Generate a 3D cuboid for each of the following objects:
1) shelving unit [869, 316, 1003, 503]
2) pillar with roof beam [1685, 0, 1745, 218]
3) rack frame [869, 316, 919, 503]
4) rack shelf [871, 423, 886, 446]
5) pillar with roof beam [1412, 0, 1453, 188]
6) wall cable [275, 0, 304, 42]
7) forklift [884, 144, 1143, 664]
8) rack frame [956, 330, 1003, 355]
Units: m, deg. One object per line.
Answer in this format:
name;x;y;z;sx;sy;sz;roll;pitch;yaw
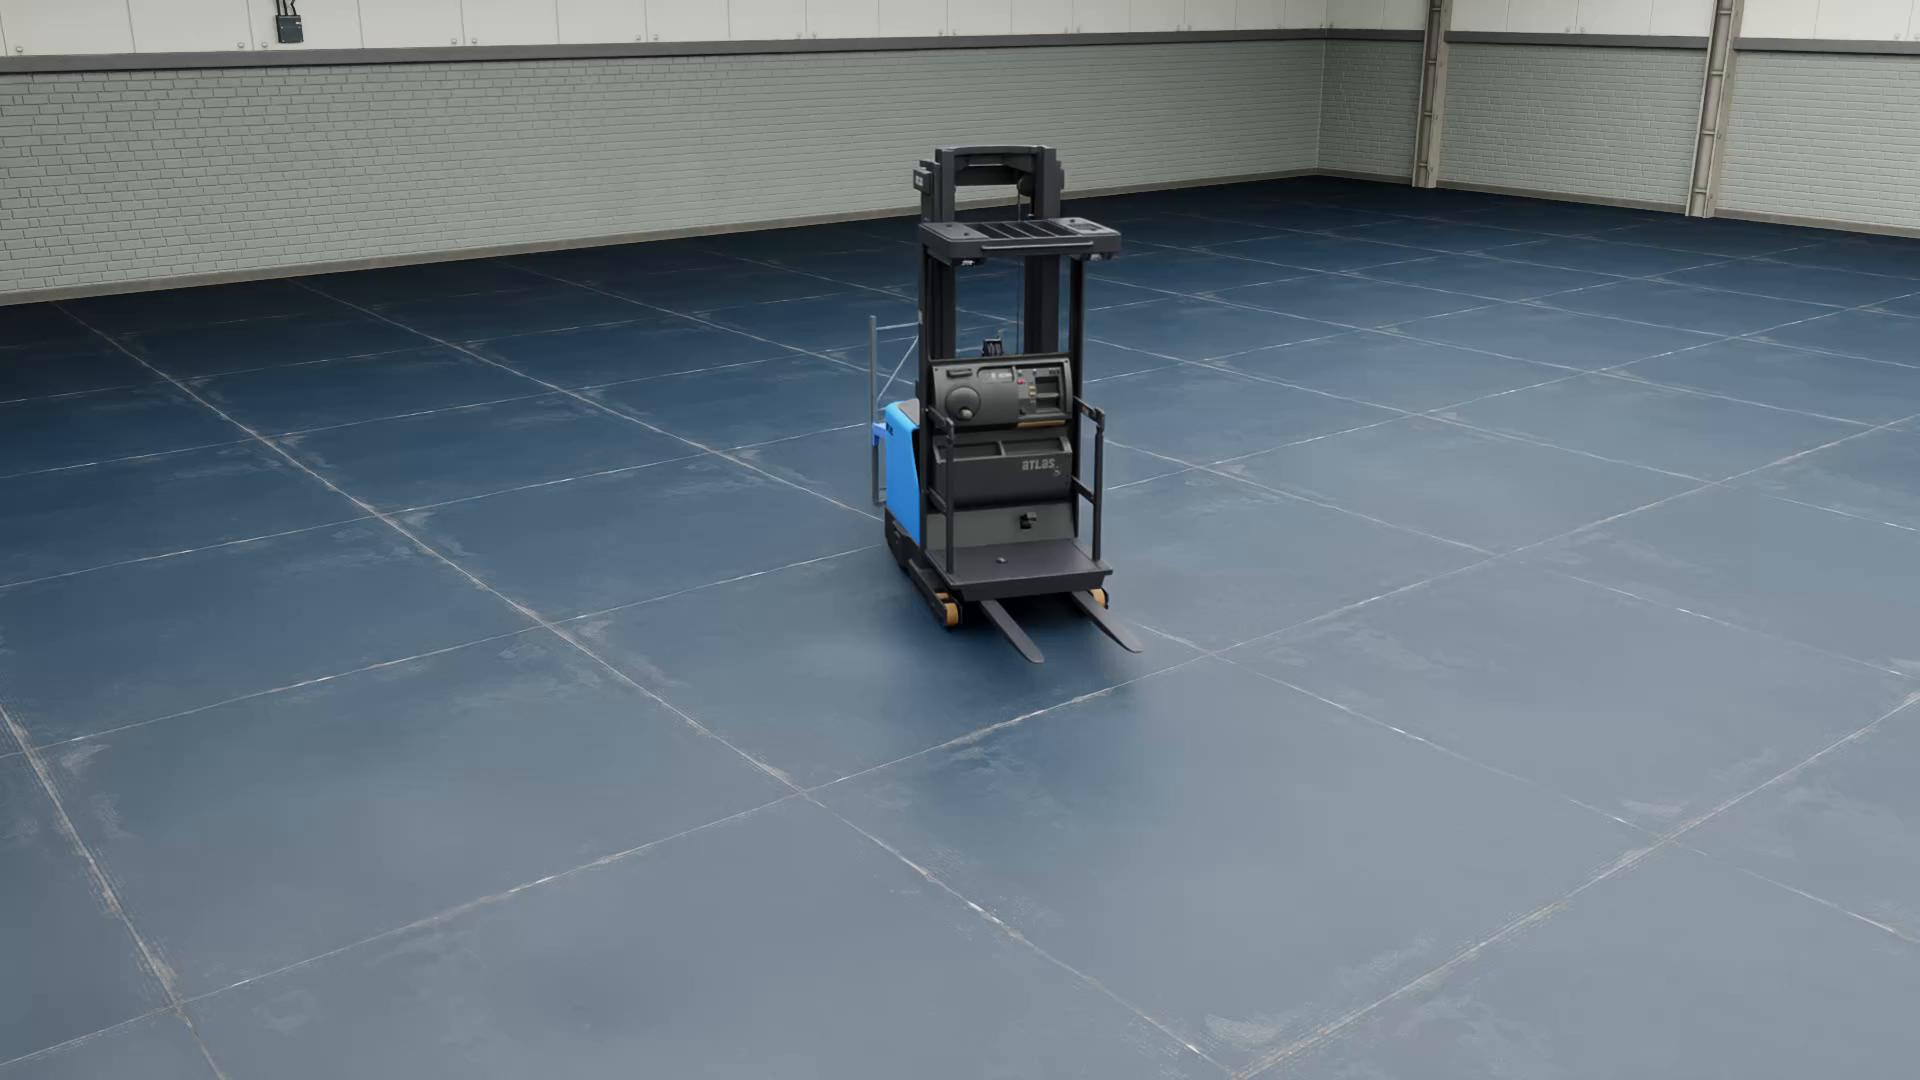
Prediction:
shelving unit;-0.192;-0.922;12.762;0.538;1.500;1.048;-13;22;-33
pillar with roof beam;9.975;-9.276;26.062;9.100;9.000;0.400;-14;23;-36
rack frame;-0.487;-1.052;13.155;0.500;1.500;0.032;-13;22;-33
rack shelf;-0.192;-0.752;12.818;0.538;0.185;1.000;-13;22;-33
pillar with roof beam;6.250;-10.755;30.527;9.100;9.000;0.400;-14;23;-36
wall cable;-8.409;-9.895;22.518;2.305;6.003;0.169;-14;23;-36
forklift;0.338;-0.962;10.606;1.130;2.935;3.031;-5;19;-15
rack frame;0.103;-0.792;12.369;0.500;1.500;0.032;-13;22;-33
